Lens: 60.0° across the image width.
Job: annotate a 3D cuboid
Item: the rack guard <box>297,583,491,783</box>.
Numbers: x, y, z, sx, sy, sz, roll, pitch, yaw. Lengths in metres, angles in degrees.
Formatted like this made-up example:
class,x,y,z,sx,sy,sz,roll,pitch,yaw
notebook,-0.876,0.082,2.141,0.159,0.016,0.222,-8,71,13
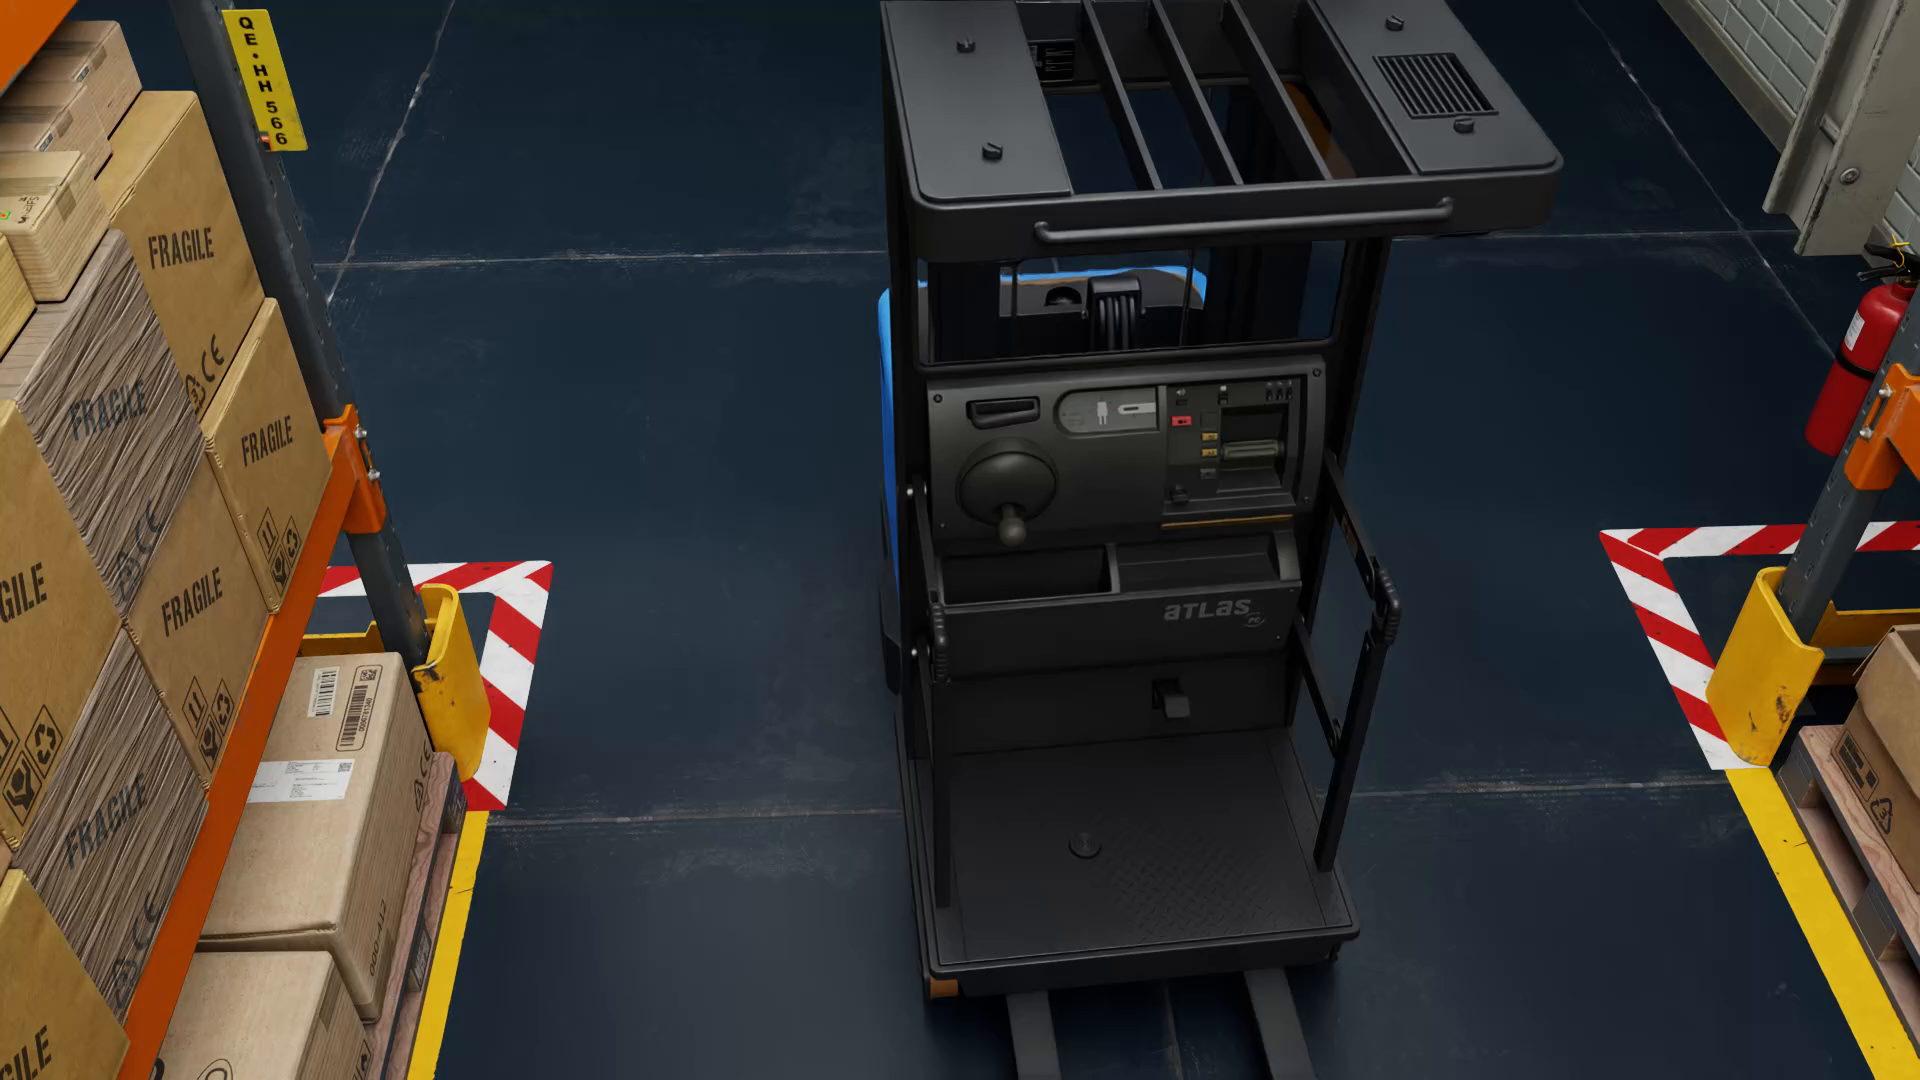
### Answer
class,x,y,z,sx,sy,sz,roll,pitch,yaw
rack guard,-2.036,0.443,4.896,1.175,0.500,0.348,-2,43,-2

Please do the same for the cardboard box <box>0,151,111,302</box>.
class,x,y,z,sx,sy,sz,roll,pitch,yaw
cardboard box,-1.690,-0.527,2.811,0.380,0.149,0.250,-2,43,-2

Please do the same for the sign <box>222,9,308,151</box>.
class,x,y,z,sx,sy,sz,roll,pitch,yaw
sign,-1.492,-0.982,3.569,0.100,0.325,0.005,-2,43,-2

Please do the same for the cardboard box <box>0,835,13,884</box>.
class,x,y,z,sx,sy,sz,roll,pitch,yaw
cardboard box,-1.688,0.477,2.196,0.500,0.500,0.500,-2,43,-2

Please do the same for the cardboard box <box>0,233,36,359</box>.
class,x,y,z,sx,sy,sz,roll,pitch,yaw
cardboard box,-1.720,-0.356,2.625,0.380,0.149,0.250,-1,43,-1

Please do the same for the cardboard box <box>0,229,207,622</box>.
class,x,y,z,sx,sy,sz,roll,pitch,yaw
cardboard box,-1.725,-0.197,2.931,0.500,0.500,0.500,-2,43,-2

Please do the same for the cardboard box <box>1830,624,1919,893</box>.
class,x,y,z,sx,sy,sz,roll,pitch,yaw
cardboard box,2.855,0.574,4.440,0.797,0.503,0.637,-3,43,-3

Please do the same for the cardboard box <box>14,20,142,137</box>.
class,x,y,z,sx,sy,sz,roll,pitch,yaw
cardboard box,-1.820,-0.870,3.185,0.380,0.149,0.250,-1,43,-1

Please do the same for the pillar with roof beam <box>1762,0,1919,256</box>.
class,x,y,z,sx,sy,sz,roll,pitch,yaw
pillar with roof beam,-0.591,-4.541,4.044,9.100,9.000,0.400,-2,43,-2

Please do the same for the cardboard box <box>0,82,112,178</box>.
class,x,y,z,sx,sy,sz,roll,pitch,yaw
cardboard box,-1.785,-0.699,2.999,0.380,0.149,0.250,-1,43,-1

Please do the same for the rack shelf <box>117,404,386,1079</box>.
class,x,y,z,sx,sy,sz,roll,pitch,yaw
rack shelf,-1.950,1.154,2.804,1.077,0.370,4.000,-2,43,-2

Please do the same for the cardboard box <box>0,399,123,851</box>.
class,x,y,z,sx,sy,sz,roll,pitch,yaw
cardboard box,-1.708,0.137,2.566,0.500,0.500,0.500,-2,43,-2

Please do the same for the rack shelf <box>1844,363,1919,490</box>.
class,x,y,z,sx,sy,sz,roll,pitch,yaw
rack shelf,3.009,1.009,2.962,1.077,0.370,4.000,-2,43,-2

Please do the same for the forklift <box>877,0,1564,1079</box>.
class,x,y,z,sx,sy,sz,roll,pitch,yaw
forklift,0.416,-0.118,3.710,1.130,2.935,3.031,-4,43,-5

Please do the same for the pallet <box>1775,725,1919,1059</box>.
class,x,y,z,sx,sy,sz,roll,pitch,yaw
pallet,2.962,1.011,4.491,1.003,0.211,1.213,-2,43,-2

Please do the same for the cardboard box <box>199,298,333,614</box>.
class,x,y,z,sx,sy,sz,roll,pitch,yaw
cardboard box,-1.750,-0.181,3.653,0.500,0.500,0.500,-1,43,-2

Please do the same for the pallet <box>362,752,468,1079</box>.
class,x,y,z,sx,sy,sz,roll,pitch,yaw
pallet,-1.923,1.104,4.390,1.003,0.211,1.213,-2,43,-2

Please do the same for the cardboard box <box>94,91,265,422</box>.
class,x,y,z,sx,sy,sz,roll,pitch,yaw
cardboard box,-1.777,-0.549,3.315,0.500,0.500,0.500,0,43,0

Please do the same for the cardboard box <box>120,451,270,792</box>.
class,x,y,z,sx,sy,sz,roll,pitch,yaw
cardboard box,-1.744,0.159,3.283,0.500,0.500,0.500,-2,43,-3

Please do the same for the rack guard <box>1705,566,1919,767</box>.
class,x,y,z,sx,sy,sz,roll,pitch,yaw
rack guard,2.927,0.366,4.981,1.175,0.500,0.348,-2,43,-2

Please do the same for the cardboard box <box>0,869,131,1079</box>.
class,x,y,z,sx,sy,sz,roll,pitch,yaw
cardboard box,-1.677,0.854,2.525,0.500,0.500,0.500,0,43,-1

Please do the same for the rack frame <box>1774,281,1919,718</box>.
class,x,y,z,sx,sy,sz,roll,pitch,yaw
rack frame,2.924,-0.607,4.192,1.000,3.000,0.127,-2,43,-2

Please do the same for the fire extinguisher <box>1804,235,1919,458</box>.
class,x,y,z,sx,sy,sz,roll,pitch,yaw
fire extinguisher,2.456,-0.527,4.438,0.296,0.674,0.183,-2,43,-2

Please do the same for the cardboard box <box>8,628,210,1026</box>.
class,x,y,z,sx,sy,sz,roll,pitch,yaw
cardboard box,-1.712,0.506,2.905,0.500,0.500,0.500,-1,43,-1

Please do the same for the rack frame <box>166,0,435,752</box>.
class,x,y,z,sx,sy,sz,roll,pitch,yaw
rack frame,-2.035,-0.462,4.034,1.000,3.000,0.127,-2,43,-2

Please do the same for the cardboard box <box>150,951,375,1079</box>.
class,x,y,z,sx,sy,sz,roll,pitch,yaw
cardboard box,-1.860,1.388,3.601,0.875,0.438,0.875,-1,43,-1

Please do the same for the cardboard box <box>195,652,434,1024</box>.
class,x,y,z,sx,sy,sz,roll,pitch,yaw
cardboard box,-1.907,0.771,4.275,0.875,0.438,0.875,-3,43,-3
